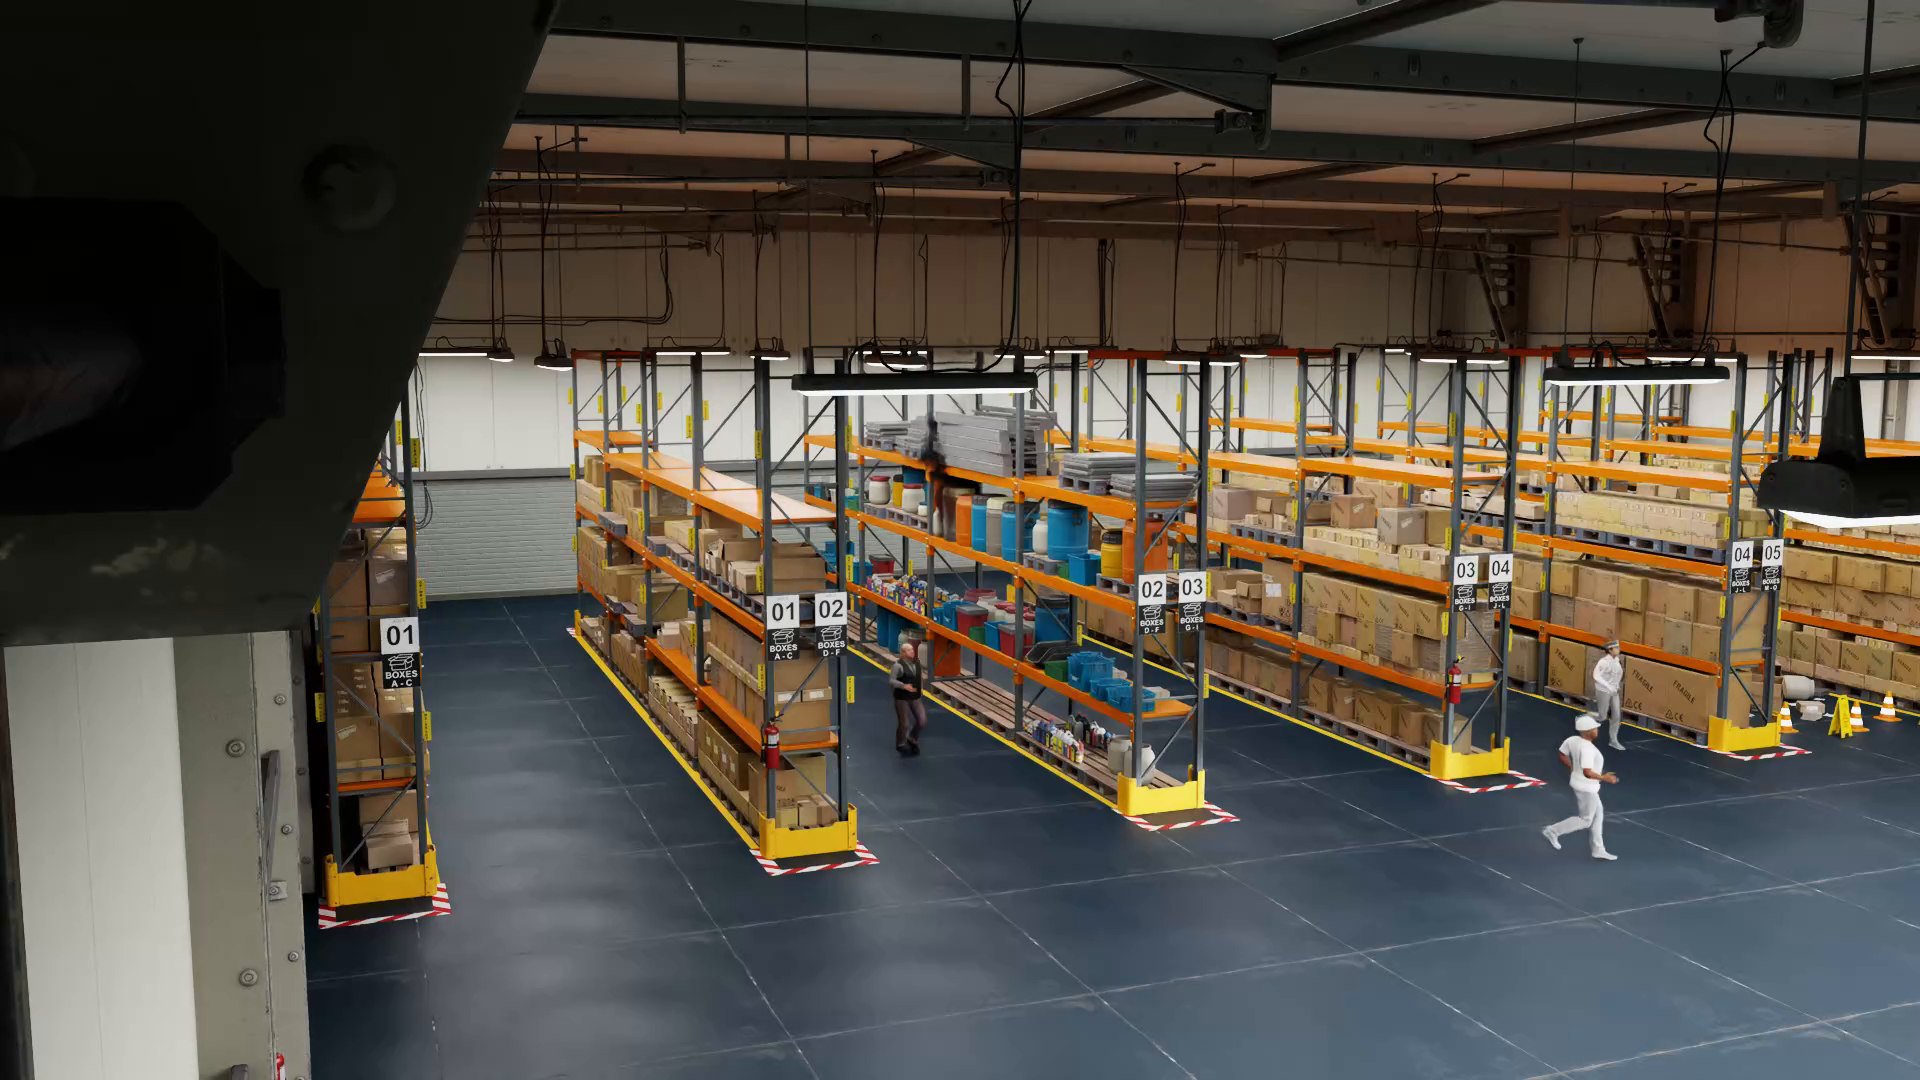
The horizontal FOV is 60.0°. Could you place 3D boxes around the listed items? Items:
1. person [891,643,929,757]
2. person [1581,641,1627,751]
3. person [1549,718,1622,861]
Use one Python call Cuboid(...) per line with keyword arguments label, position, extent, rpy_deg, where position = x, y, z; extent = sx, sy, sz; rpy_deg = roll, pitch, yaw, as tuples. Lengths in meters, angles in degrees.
Cuboid(label="person", position=(-0.745, 2.448, 24.876), extent=(0.650, 1.683, 0.719), rpy_deg=(-5, 9, -35))
Cuboid(label="person", position=(9.954, 2.345, 25.561), extent=(0.644, 1.670, 0.764), rpy_deg=(-6, 9, -38))
Cuboid(label="person", position=(7.528, 2.999, 20.000), extent=(0.850, 1.757, 0.699), rpy_deg=(1, 7, 6))
